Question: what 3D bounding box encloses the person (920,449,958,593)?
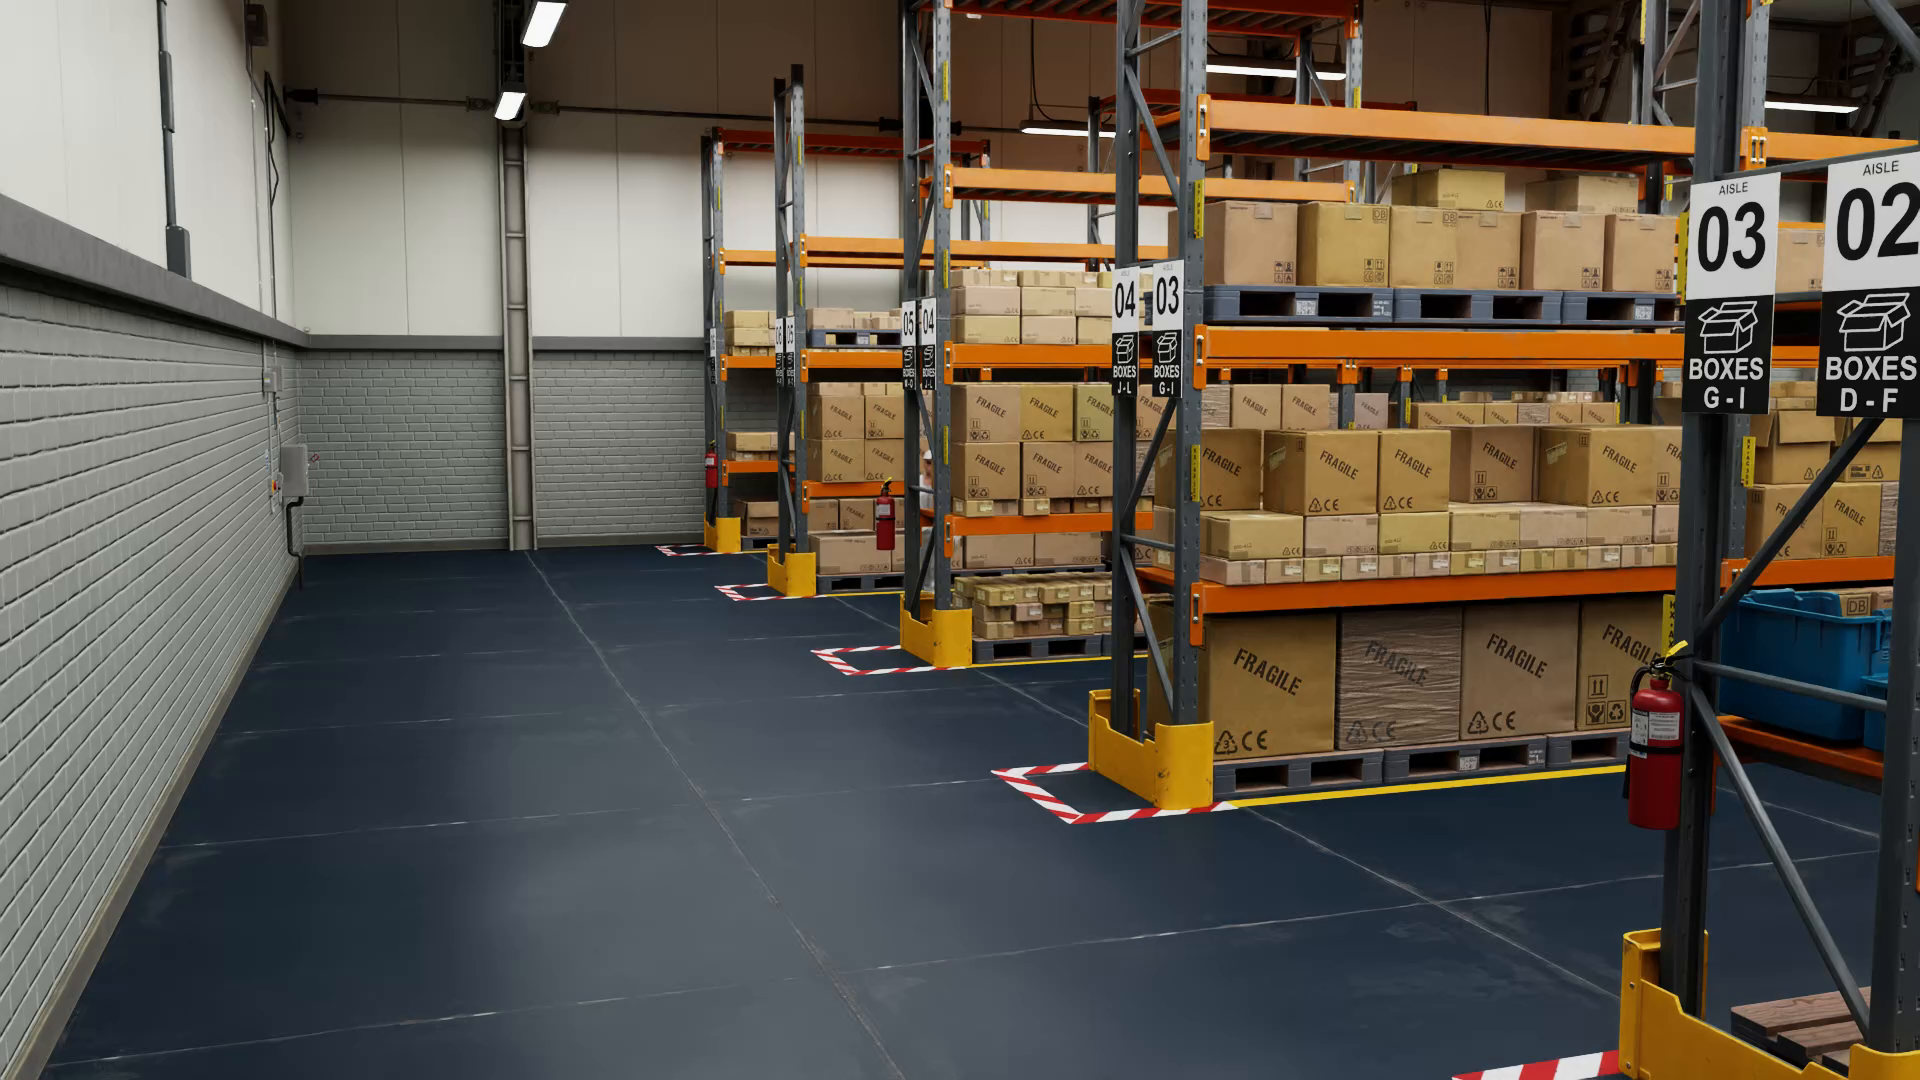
[{"bbox_3d":[-0.321,-0.042,17.003,0.546,1.790,0.687,1,6,13],"label":"person"}]
